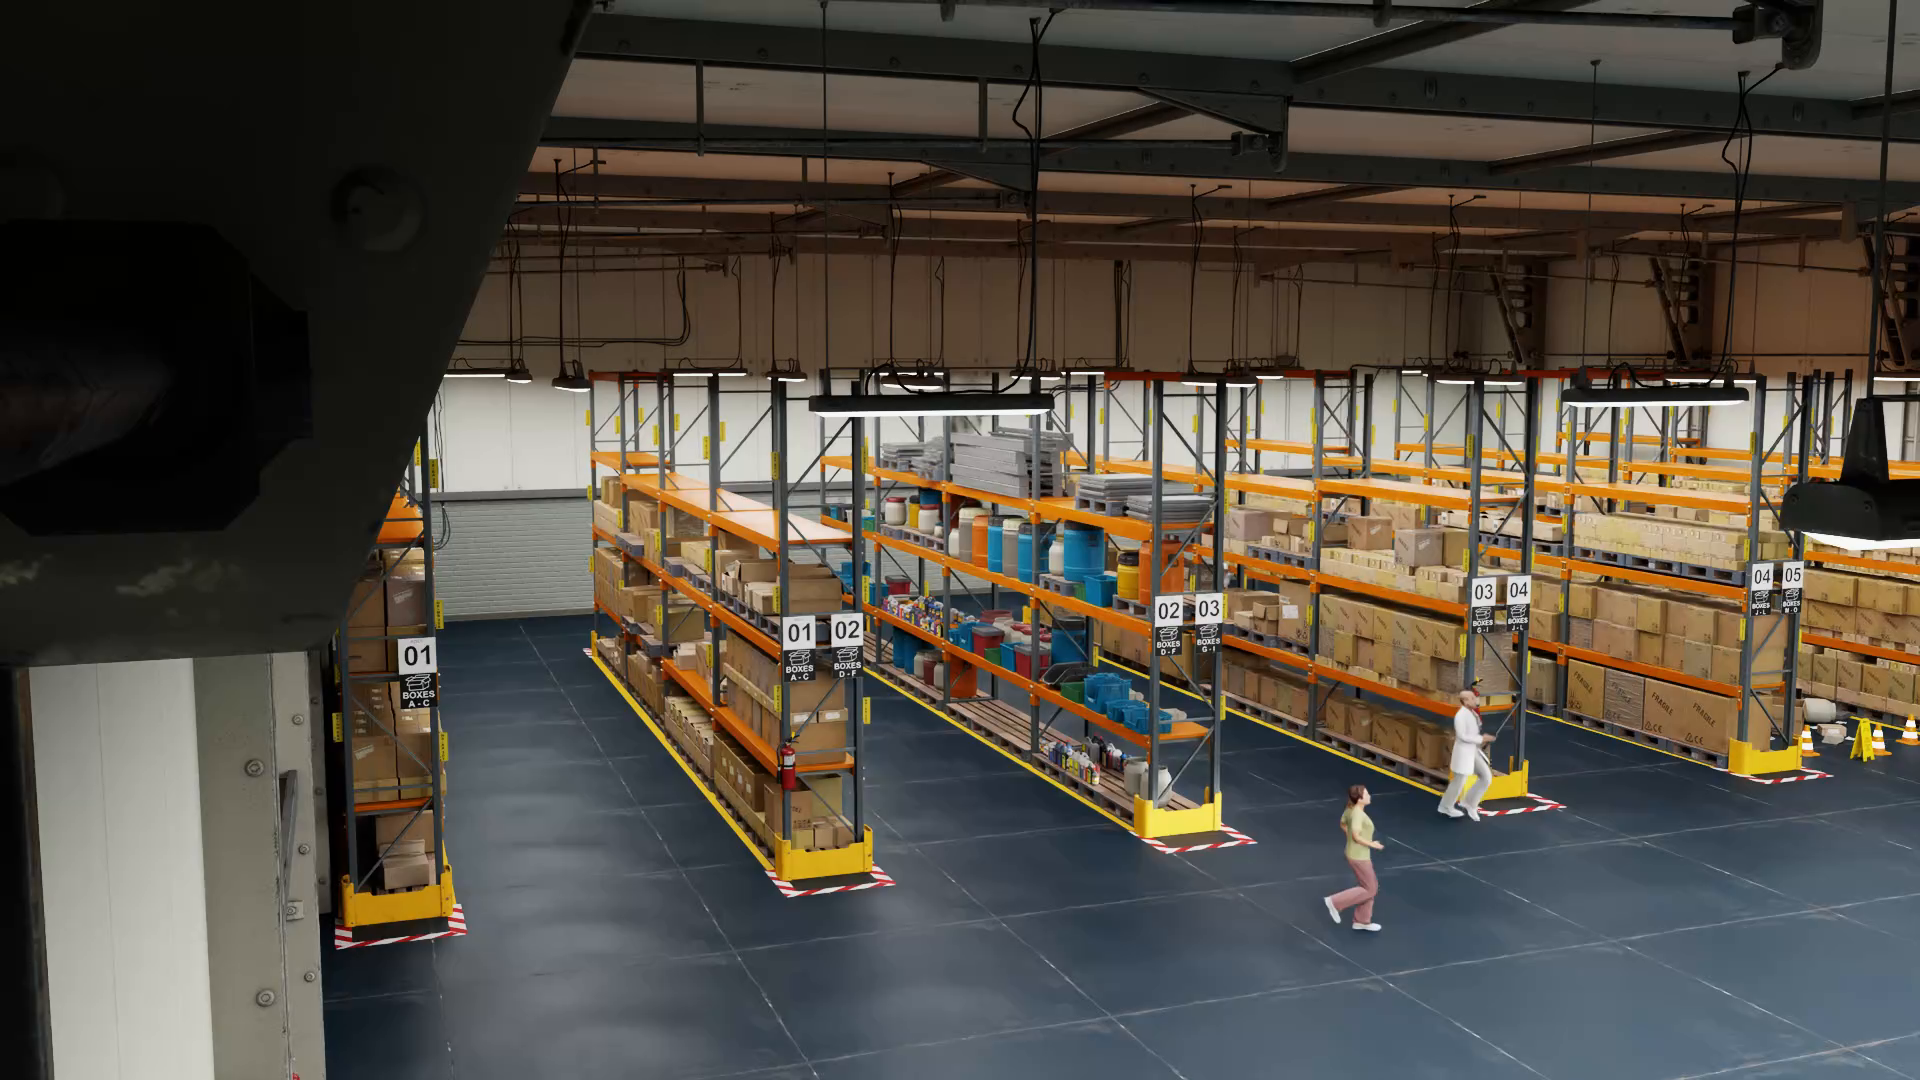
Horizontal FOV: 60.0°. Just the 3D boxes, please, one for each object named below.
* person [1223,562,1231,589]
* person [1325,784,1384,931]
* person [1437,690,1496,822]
[{"bbox_3d":[5.831,1.320,37.639,0.695,1.719,0.974,-2,7,-18],"label":"person"},{"bbox_3d":[4.325,3.485,18.277,0.626,1.628,0.560,0,6,2],"label":"person"},{"bbox_3d":[6.915,2.934,22.623,0.762,1.802,0.715,5,8,40],"label":"person"}]
